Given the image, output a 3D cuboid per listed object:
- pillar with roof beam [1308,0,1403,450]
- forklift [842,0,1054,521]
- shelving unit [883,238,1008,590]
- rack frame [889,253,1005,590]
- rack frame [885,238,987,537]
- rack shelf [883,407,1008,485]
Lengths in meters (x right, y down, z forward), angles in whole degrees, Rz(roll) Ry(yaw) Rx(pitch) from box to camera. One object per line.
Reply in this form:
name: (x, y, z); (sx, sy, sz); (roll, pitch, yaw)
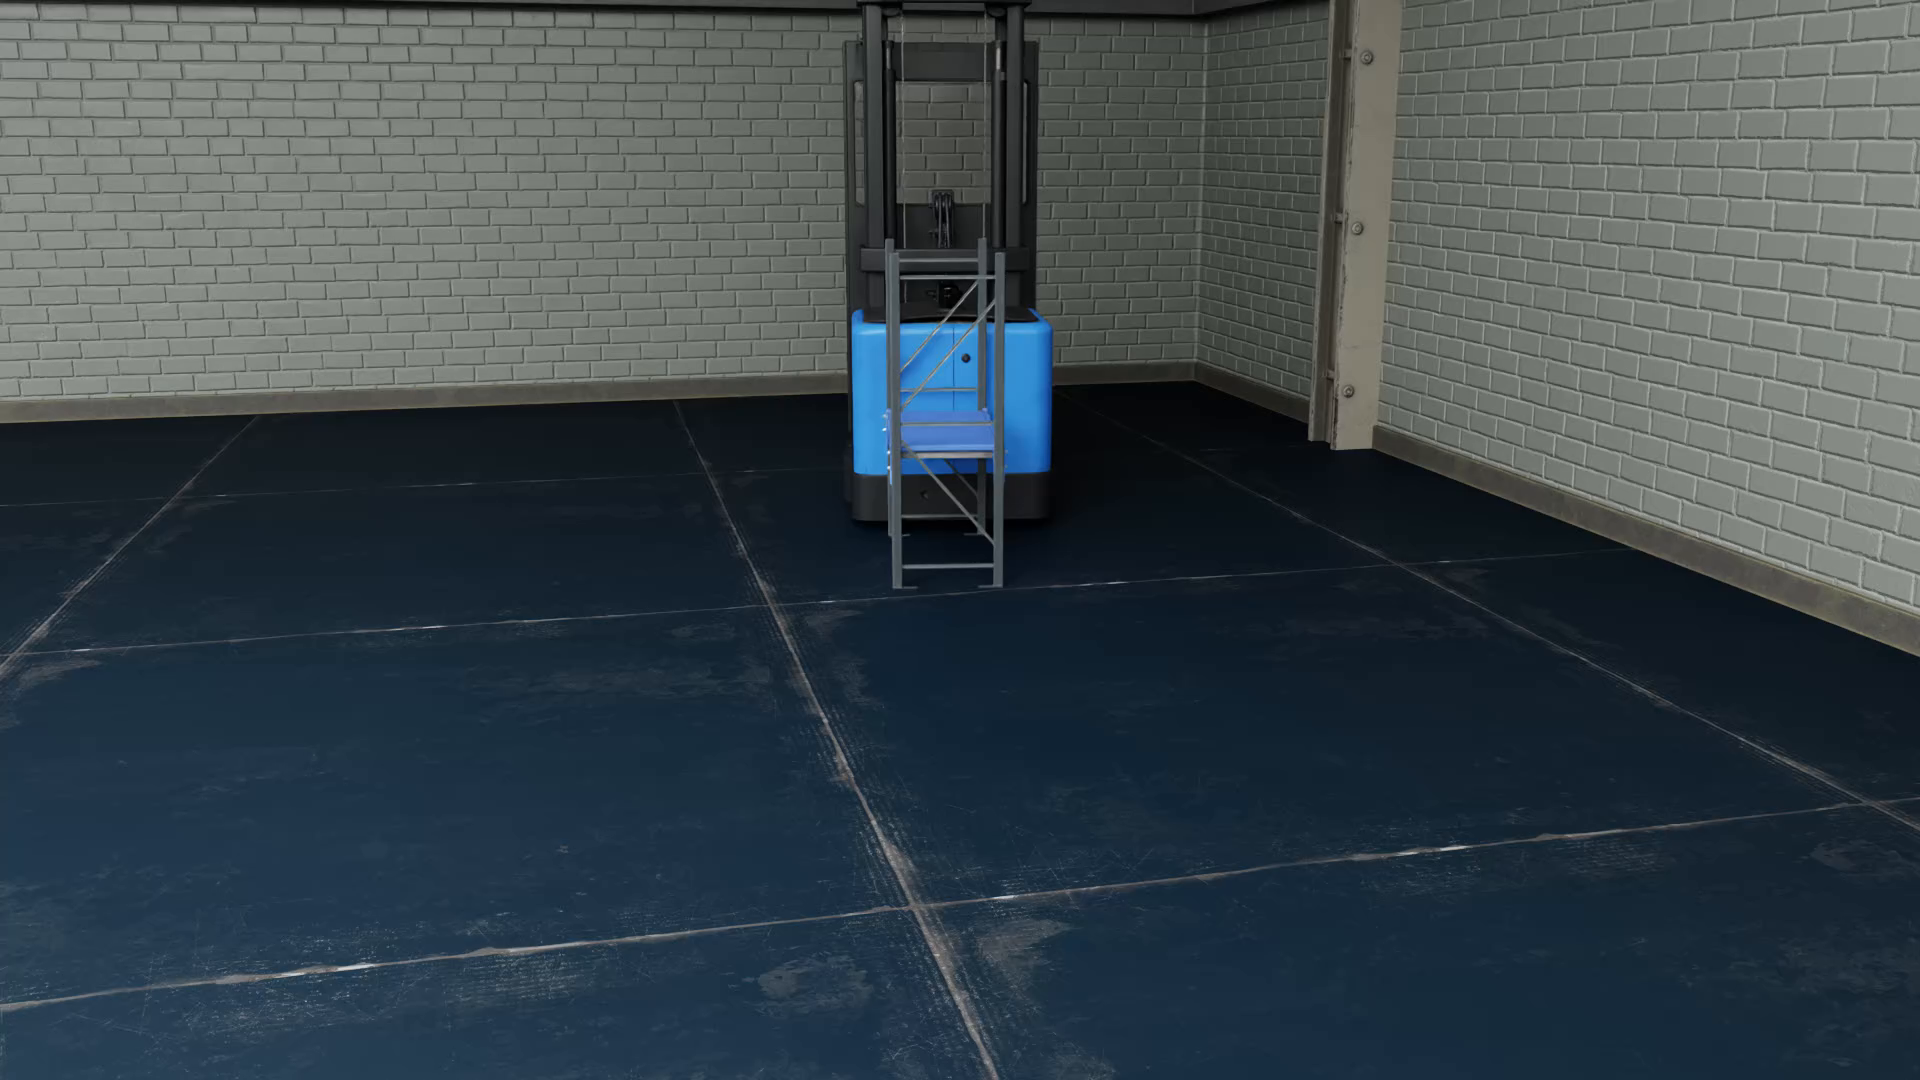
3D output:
pillar with roof beam: (-1.649, -4.771, 8.996); (9.100, 9.000, 0.400); (-3, 14, -13)
forklift: (-0.125, -1.814, 9.675); (1.130, 2.935, 3.031); (-1, 14, -4)
shelving unit: (-0.086, -0.631, 7.848); (0.538, 1.500, 1.048); (-1, 14, -3)
rack frame: (-0.055, -0.510, 7.355); (0.500, 1.500, 0.032); (-1, 14, -3)
rack frame: (-0.117, -0.751, 8.341); (0.500, 1.500, 0.032); (-1, 14, -3)
rack shelf: (-0.086, -0.456, 7.890); (0.538, 0.185, 1.000); (-1, 14, -3)
